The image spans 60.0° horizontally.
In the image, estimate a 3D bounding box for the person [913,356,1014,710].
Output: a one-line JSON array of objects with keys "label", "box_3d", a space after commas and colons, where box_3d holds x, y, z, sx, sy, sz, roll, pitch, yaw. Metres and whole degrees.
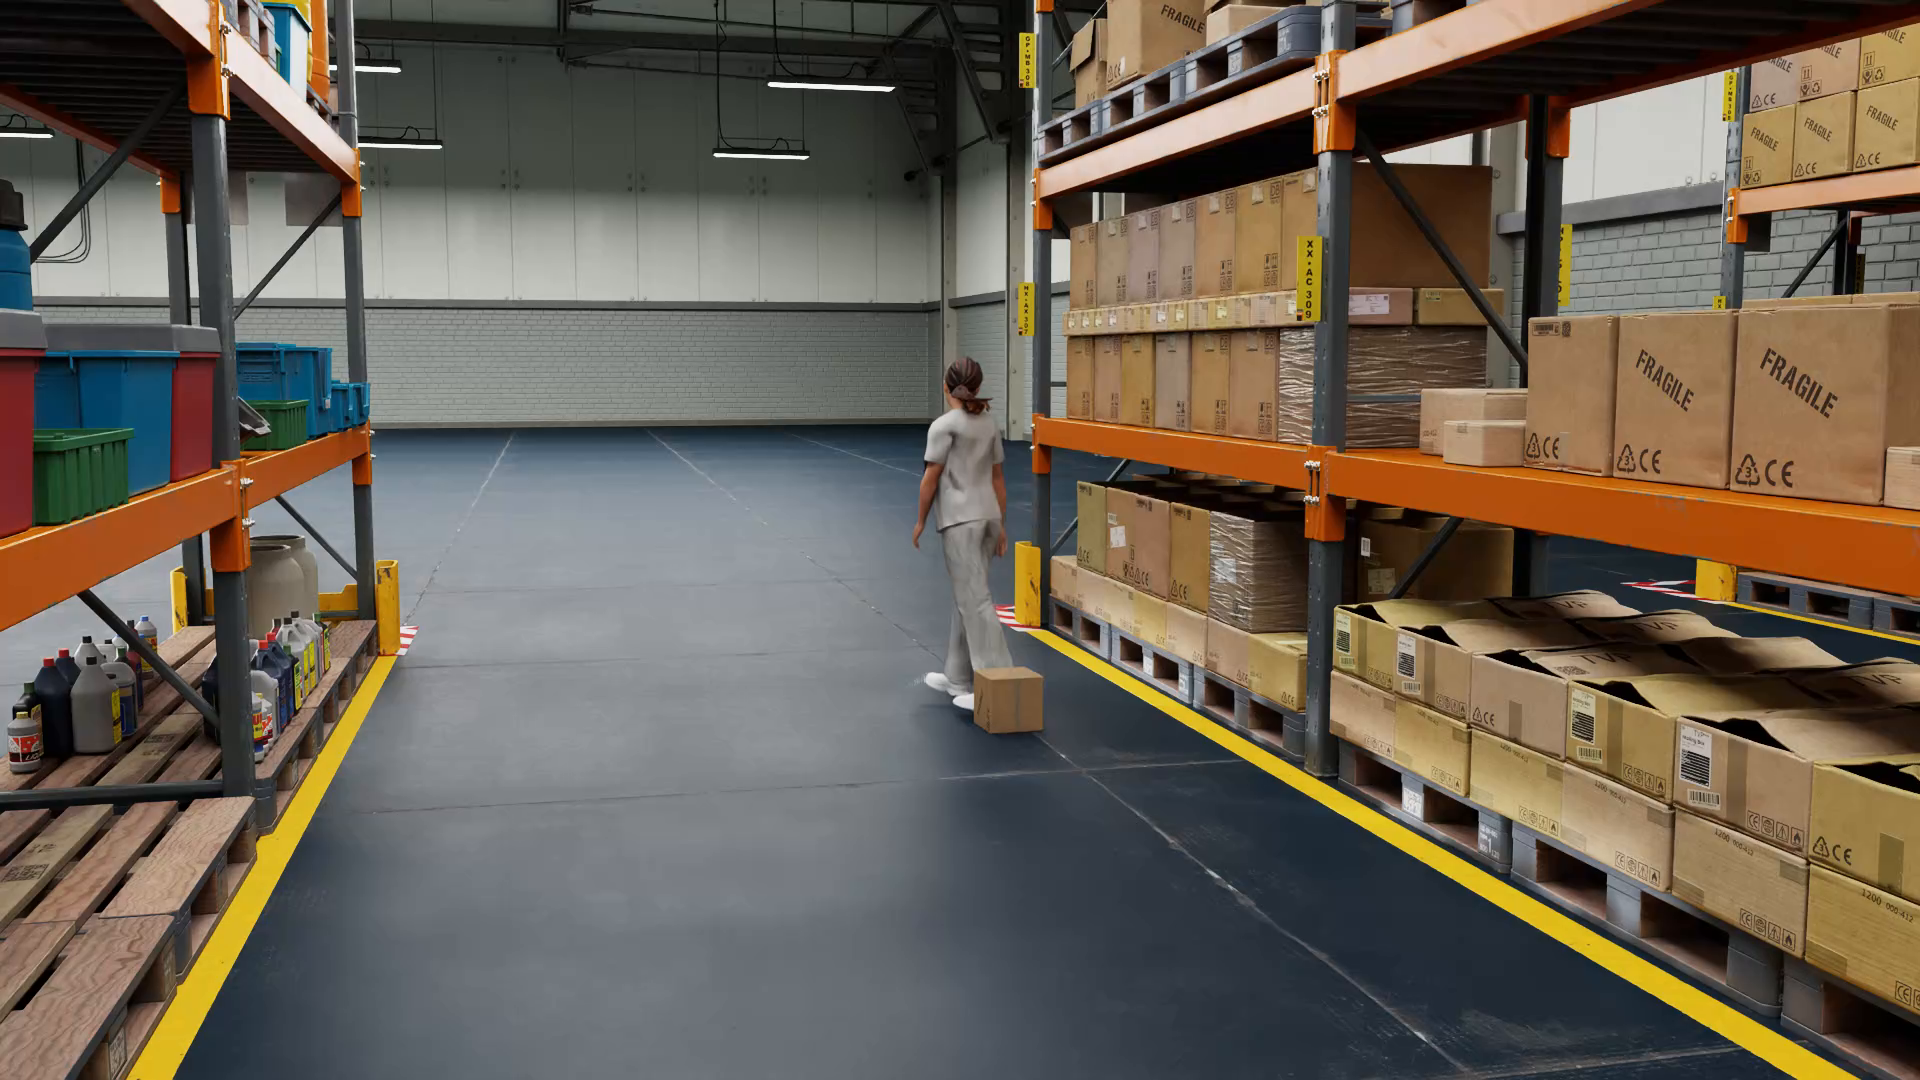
[{"label": "person", "box_3d": [0.025, -0.045, 7.963, 0.686, 1.661, 0.498, 5, 8, 39]}]
